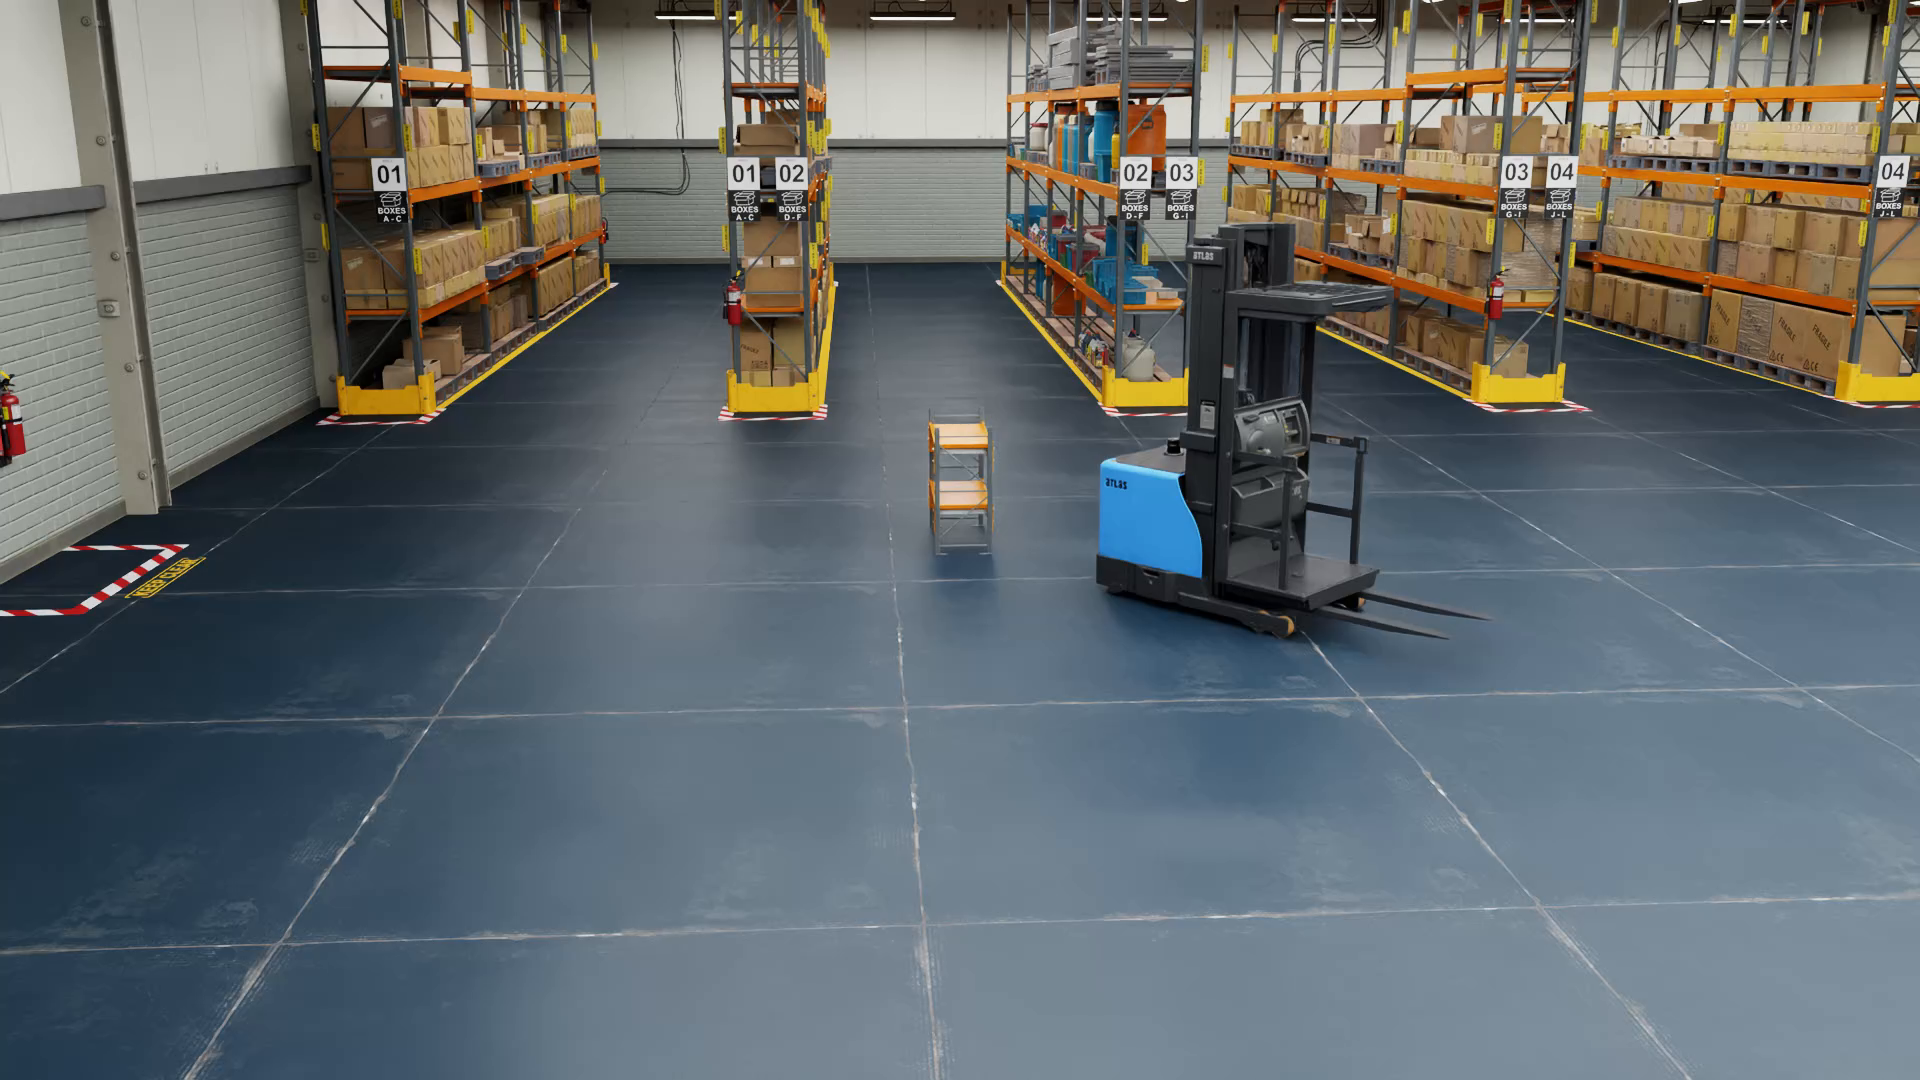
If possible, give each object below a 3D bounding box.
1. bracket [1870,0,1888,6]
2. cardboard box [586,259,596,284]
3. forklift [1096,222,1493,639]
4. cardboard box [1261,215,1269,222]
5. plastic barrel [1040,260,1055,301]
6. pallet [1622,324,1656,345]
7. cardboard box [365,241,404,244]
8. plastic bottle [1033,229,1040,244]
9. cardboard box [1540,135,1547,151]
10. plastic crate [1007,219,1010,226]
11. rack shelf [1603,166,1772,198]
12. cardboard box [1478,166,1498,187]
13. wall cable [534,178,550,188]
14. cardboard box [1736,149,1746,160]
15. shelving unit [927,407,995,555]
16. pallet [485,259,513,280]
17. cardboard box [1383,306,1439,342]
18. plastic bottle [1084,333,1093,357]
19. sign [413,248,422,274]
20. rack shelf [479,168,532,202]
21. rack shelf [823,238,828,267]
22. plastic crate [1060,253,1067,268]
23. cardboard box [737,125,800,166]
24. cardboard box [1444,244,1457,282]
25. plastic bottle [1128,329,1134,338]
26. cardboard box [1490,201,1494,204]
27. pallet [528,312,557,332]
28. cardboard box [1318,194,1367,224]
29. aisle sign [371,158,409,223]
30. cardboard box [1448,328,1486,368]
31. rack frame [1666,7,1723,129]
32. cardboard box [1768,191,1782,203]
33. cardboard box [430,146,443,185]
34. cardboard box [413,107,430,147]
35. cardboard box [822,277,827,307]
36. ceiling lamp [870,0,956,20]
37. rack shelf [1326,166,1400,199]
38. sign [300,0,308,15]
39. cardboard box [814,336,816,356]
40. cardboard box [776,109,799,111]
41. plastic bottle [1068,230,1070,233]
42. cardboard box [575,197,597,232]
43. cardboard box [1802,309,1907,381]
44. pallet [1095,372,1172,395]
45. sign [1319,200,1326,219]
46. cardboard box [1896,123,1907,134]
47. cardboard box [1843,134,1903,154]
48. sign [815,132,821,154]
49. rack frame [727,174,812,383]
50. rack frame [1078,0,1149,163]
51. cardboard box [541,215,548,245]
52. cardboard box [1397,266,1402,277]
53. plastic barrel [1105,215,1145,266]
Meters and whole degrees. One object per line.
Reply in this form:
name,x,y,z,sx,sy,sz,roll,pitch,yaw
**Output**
bracket,21.725,-12.743,39.272,0.235,0.232,0.430,-1,14,-3
cardboard box,-8.181,-5.755,35.547,0.700,0.500,0.500,-1,14,-4
forklift,2.513,-0.844,12.423,3.031,2.935,1.130,13,20,42
cardboard box,6.435,-6.471,33.860,0.500,0.250,0.500,-1,14,-4
plastic barrel,1.841,-5.093,32.168,0.600,0.901,0.708,-1,14,-3
pallet,11.975,-3.500,28.206,1.003,0.211,1.213,-1,14,-3
cardboard box,-7.663,-3.748,22.329,0.500,0.500,0.500,-1,14,-5
plastic bottle,1.486,-5.806,31.821,0.152,0.276,0.135,-1,14,-3
cardboard box,11.526,-7.736,32.389,0.500,0.311,0.500,-1,14,-4
plastic crate,1.157,-6.966,36.489,0.250,0.136,0.298,-1,14,-3
rack shelf,12.052,-5.957,27.584,1.077,0.370,4.000,-1,14,-3
cardboard box,7.184,-4.805,21.964,0.500,0.250,0.500,-1,14,-2
wall cable,-9.379,-7.855,37.497,0.084,1.984,1.851,-1,14,-3
cardboard box,11.878,-5.778,24.905,0.380,0.149,0.250,-1,14,-3
shelving unit,0.000,-0.546,14.893,0.538,1.125,1.048,-1,14,-3
pallet,-7.514,-4.174,25.615,1.003,0.211,1.213,-1,14,-3
cardboard box,7.203,-3.460,26.586,0.700,0.500,0.500,-2,15,-8
plastic bottle,1.924,-2.904,24.726,0.144,0.351,0.185,-1,15,-6
sign,-6.822,-3.508,20.902,0.100,0.325,0.005,-1,14,-3
rack shelf,-7.736,-5.676,26.492,1.077,0.370,4.000,-1,14,-3
rack shelf,-3.040,-5.296,31.033,1.077,0.370,4.000,-1,14,-3
plastic crate,1.887,-4.554,27.131,0.450,0.188,0.662,-1,14,-3
cardboard box,-2.451,-5.074,21.377,0.797,0.503,0.637,0,14,0
cardboard box,7.322,-3.887,23.314,0.875,0.500,0.500,-1,14,-3
plastic bottle,2.604,-3.002,25.108,0.144,0.351,0.185,-1,14,-5
cardboard box,11.338,-6.783,34.571,0.500,0.500,0.500,-1,14,-5
pallet,-7.833,-3.916,29.824,1.003,0.211,1.213,-1,14,-3
cardboard box,6.943,-6.015,30.172,0.797,0.503,0.637,0,14,-2
aisle sign,-7.060,-4.326,20.602,0.394,0.787,0.004,-1,14,-3
cardboard box,7.354,-2.762,23.914,0.500,0.500,0.500,0,14,2
rack frame,16.367,-10.347,37.181,1.000,3.000,0.127,-1,14,-3
cardboard box,16.415,-6.739,32.993,0.500,0.500,0.500,-1,14,-4
cardboard box,-7.169,-4.941,21.949,0.500,0.500,0.500,0,14,-1
cardboard box,-7.126,-5.300,21.339,0.500,0.500,0.500,-1,14,-4
cardboard box,-2.760,-4.652,31.219,0.500,0.500,0.500,-1,14,-5
ceiling lamp,-1.080,-13.574,38.009,2.000,3.185,0.800,-1,14,-3
rack shelf,7.096,-5.906,27.384,1.077,0.370,4.000,-1,14,-3
sign,-7.919,-6.511,20.080,0.100,0.325,0.005,-1,14,-3
cardboard box,-2.421,-2.912,24.999,0.500,0.250,0.500,-1,14,-3
cardboard box,-2.936,-7.241,28.922,0.500,0.500,0.500,-1,14,-3
plastic bottle,2.081,-5.748,31.605,0.097,0.271,0.097,0,14,0
cardboard box,-8.257,-6.897,35.210,0.980,0.700,0.700,-1,14,-4
cardboard box,12.316,-2.703,22.932,0.875,0.875,0.875,-1,14,-3
pallet,2.427,-2.103,22.775,1.003,0.211,1.213,-1,14,-3
sign,6.418,-5.850,29.421,0.100,0.325,0.005,-1,14,-3
cardboard box,12.707,-5.480,22.146,0.380,0.149,0.250,-1,14,-3
cardboard box,12.115,-5.254,22.068,0.500,0.250,0.500,-1,14,-3
sign,-2.114,-5.902,24.731,0.100,0.325,0.005,-1,14,-3
rack frame,-2.420,-3.157,21.278,1.000,3.000,0.127,-1,14,-3
rack frame,2.276,-7.133,24.690,1.000,3.000,0.127,-1,14,-3
cardboard box,-7.657,-5.527,29.649,0.500,0.500,0.500,0,14,-2
cardboard box,6.933,-4.124,25.540,0.380,0.149,0.250,-1,14,-3
plastic barrel,2.555,-4.571,25.767,0.600,0.901,0.708,-1,14,-3
